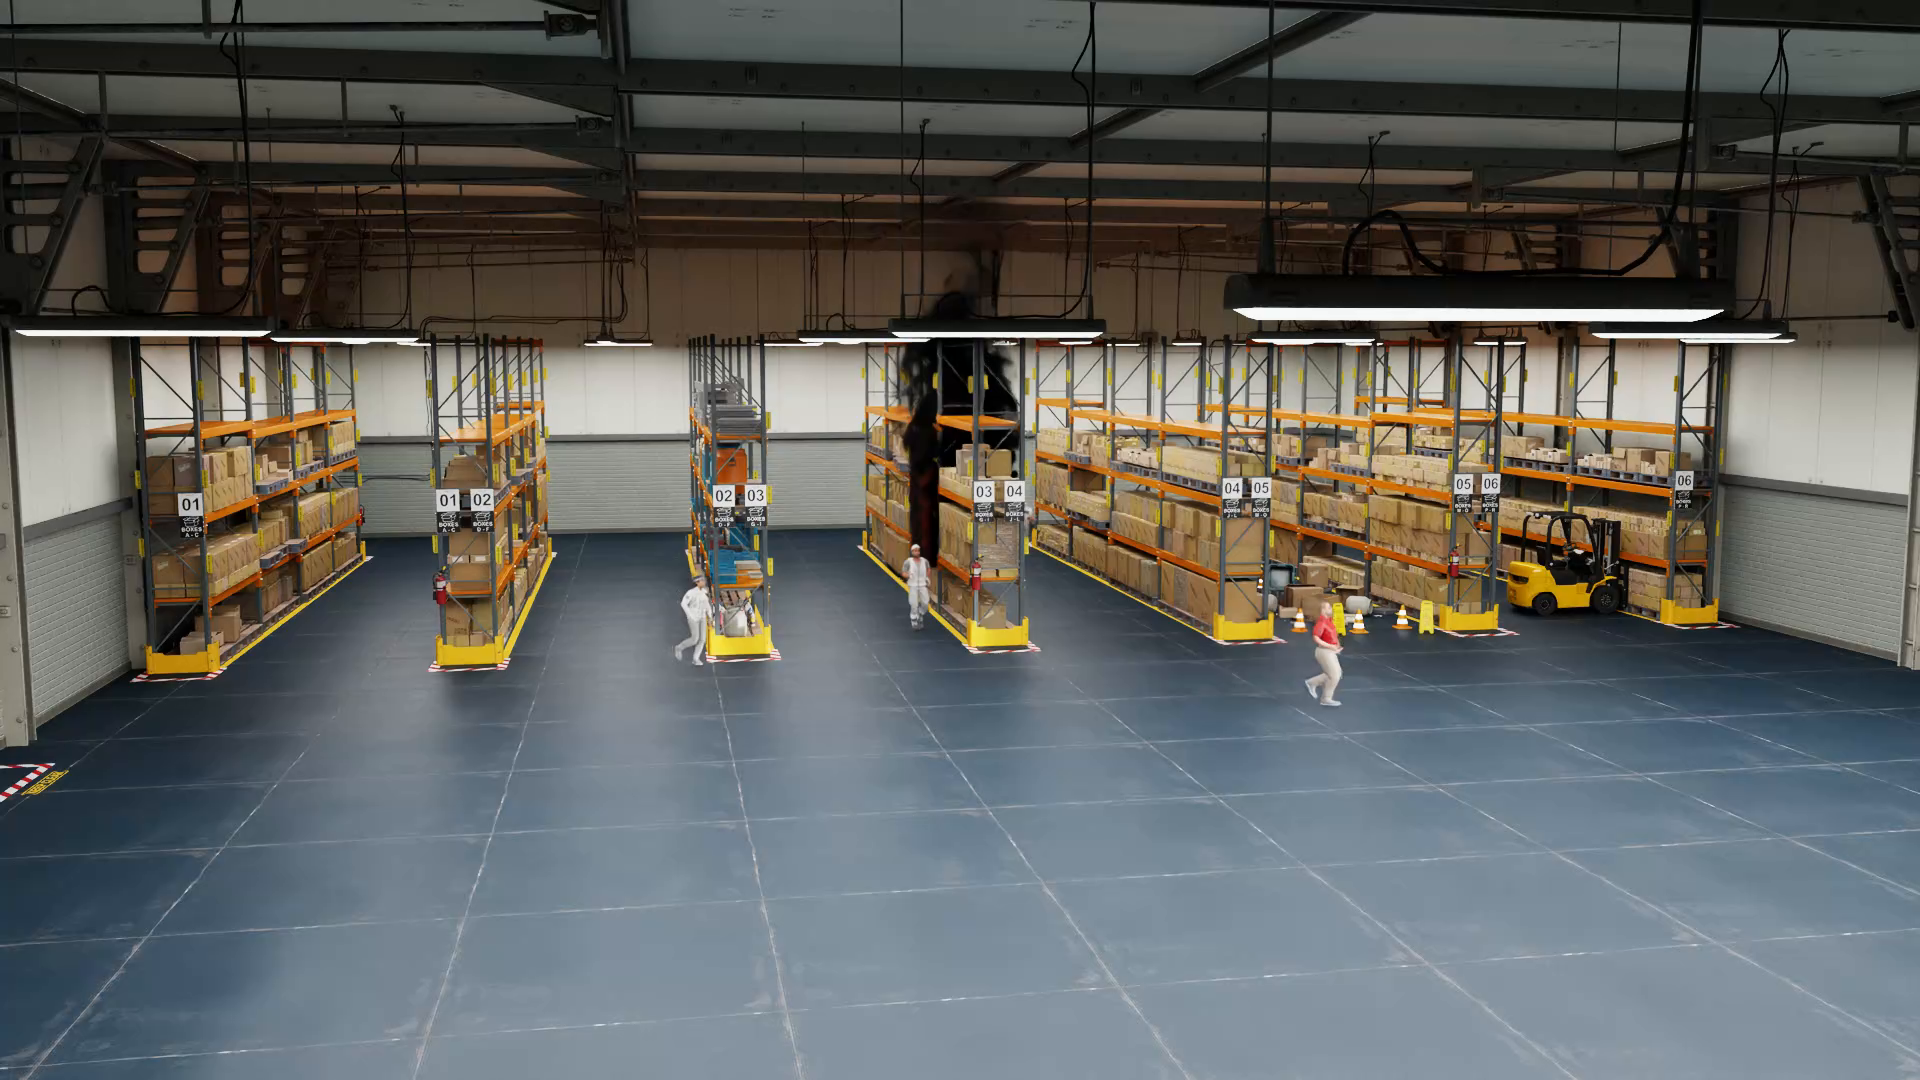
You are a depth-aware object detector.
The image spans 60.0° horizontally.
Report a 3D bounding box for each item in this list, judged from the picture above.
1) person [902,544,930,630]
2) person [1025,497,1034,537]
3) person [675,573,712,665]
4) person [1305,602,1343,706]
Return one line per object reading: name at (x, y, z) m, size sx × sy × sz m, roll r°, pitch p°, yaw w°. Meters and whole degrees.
person at (-0.846, 0.966, 33.783) m, size 0.639 × 1.756 × 0.609 m, roll -2°, pitch 7°, yaw -15°
person at (1.696, -0.266, 44.822) m, size 0.626 × 1.839 × 0.737 m, roll -1°, pitch 7°, yaw -8°
person at (-4.811, 1.425, 30.398) m, size 0.618 × 1.644 × 0.669 m, roll 5°, pitch 8°, yaw 35°
person at (5.878, 1.826, 26.781) m, size 0.594 × 1.672 × 0.661 m, roll 3°, pitch 7°, yaw 24°
